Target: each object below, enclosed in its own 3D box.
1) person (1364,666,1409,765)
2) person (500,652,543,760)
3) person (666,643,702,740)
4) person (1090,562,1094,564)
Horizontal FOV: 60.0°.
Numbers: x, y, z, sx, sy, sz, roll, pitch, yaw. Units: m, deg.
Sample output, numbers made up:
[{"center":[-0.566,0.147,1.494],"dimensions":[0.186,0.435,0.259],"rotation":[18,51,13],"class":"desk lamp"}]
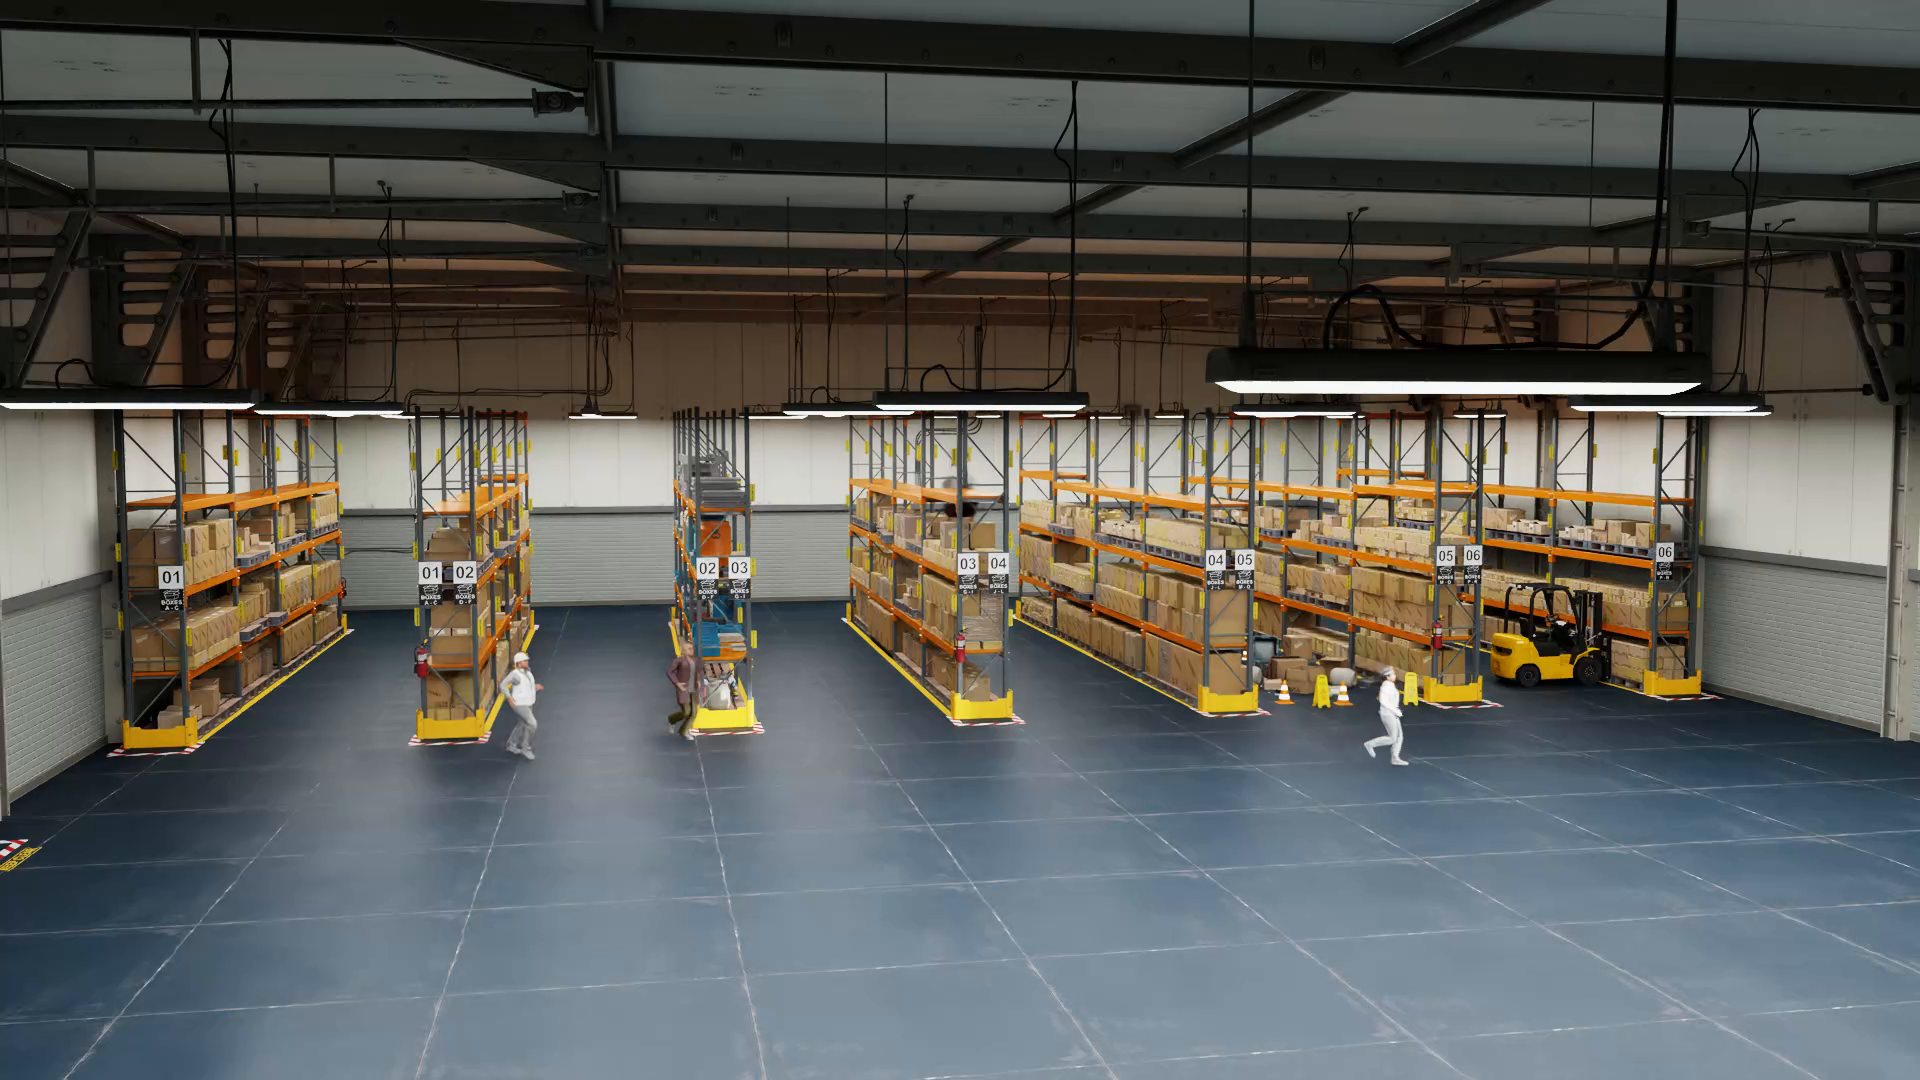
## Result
[{"center":[7.120,2.915,27.721],"dimensions":[0.729,1.659,0.631],"rotation":[1,4,16],"class":"person"},{"center":[-7.437,2.830,28.309],"dimensions":[0.752,1.831,0.627],"rotation":[1,4,13],"class":"person"},{"center":[-4.952,2.727,30.059],"dimensions":[0.622,1.732,0.736],"rotation":[4,6,43],"class":"person"},{"center":[3.840,1.450,48.475],"dimensions":[0.603,1.606,0.906],"rotation":[-2,4,-25],"class":"person"}]
